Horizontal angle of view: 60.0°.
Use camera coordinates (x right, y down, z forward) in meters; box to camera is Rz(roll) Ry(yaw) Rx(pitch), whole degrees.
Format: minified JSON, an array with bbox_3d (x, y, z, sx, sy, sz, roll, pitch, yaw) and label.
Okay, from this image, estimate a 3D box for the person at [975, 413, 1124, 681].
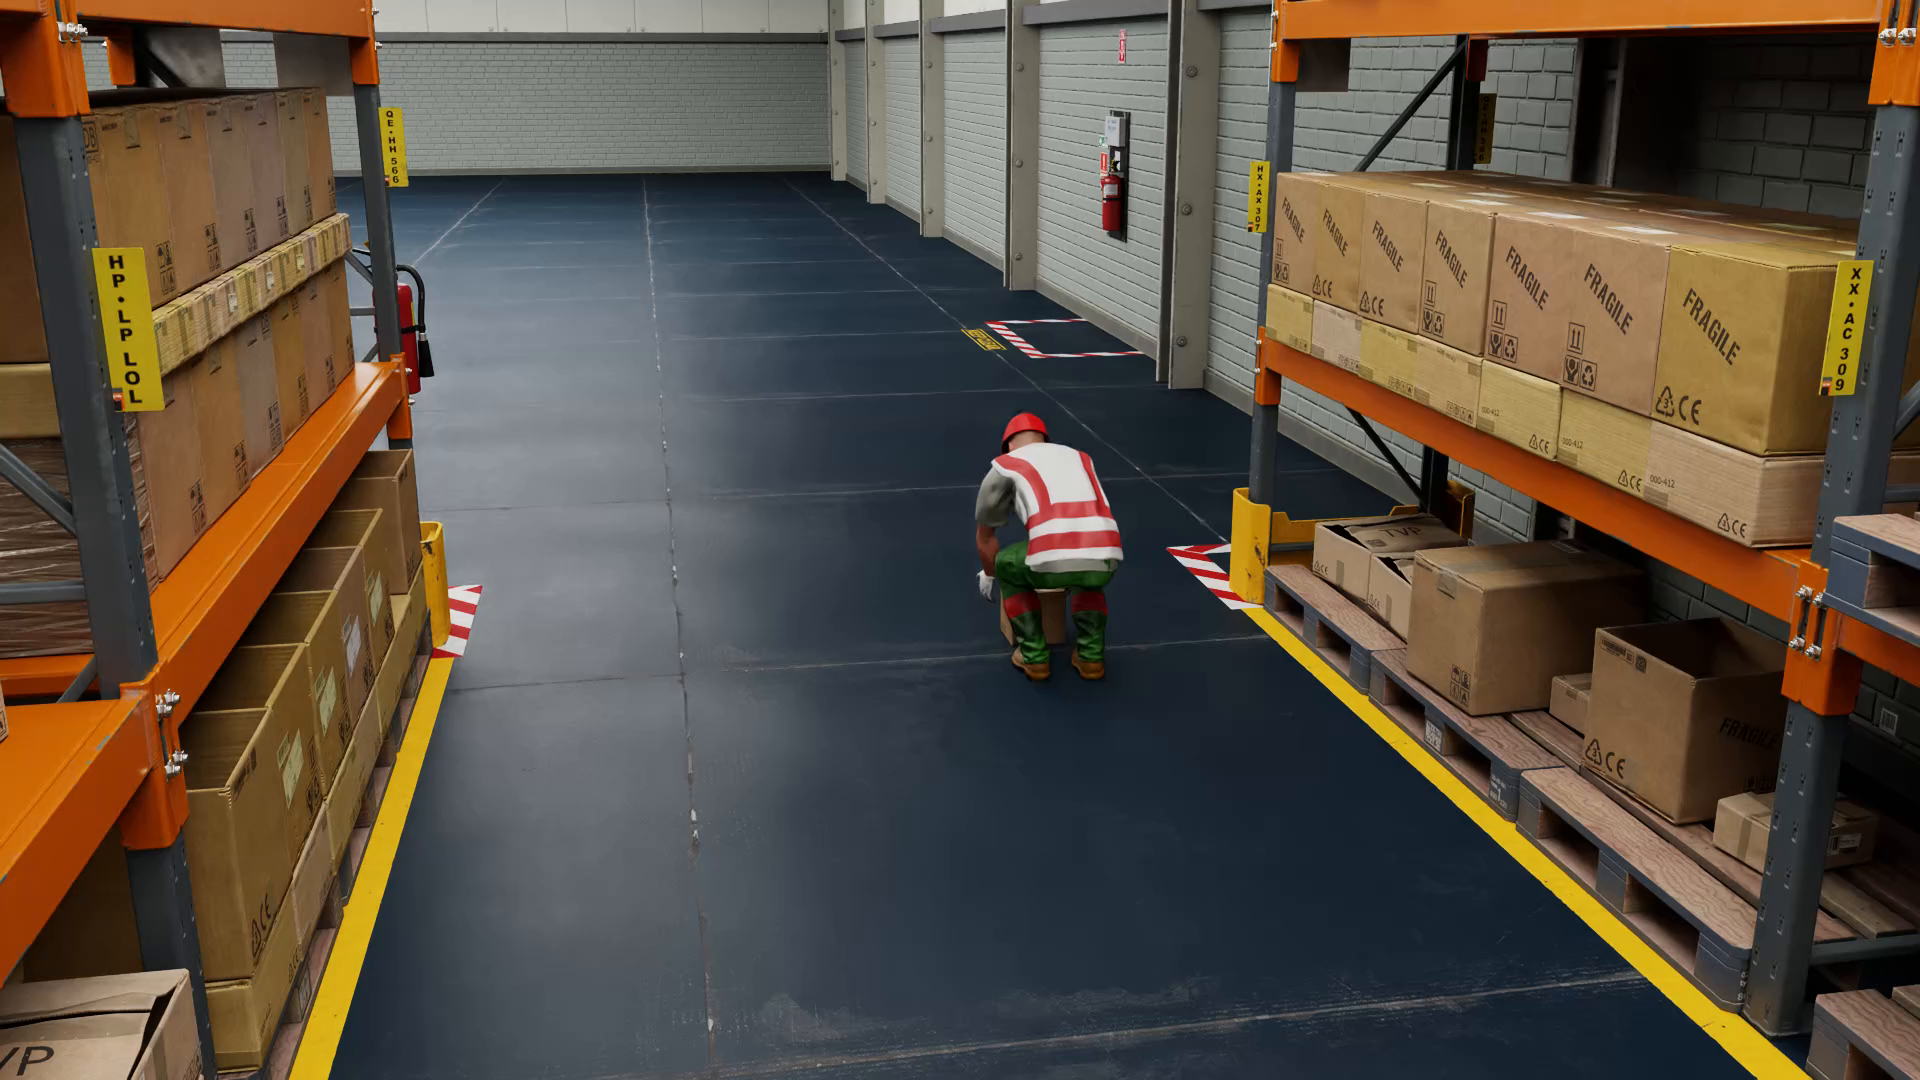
[{"bbox_3d":[0.376,0.037,7.169,0.579,1.065,0.870,-3,16,-11],"label":"person"}]
